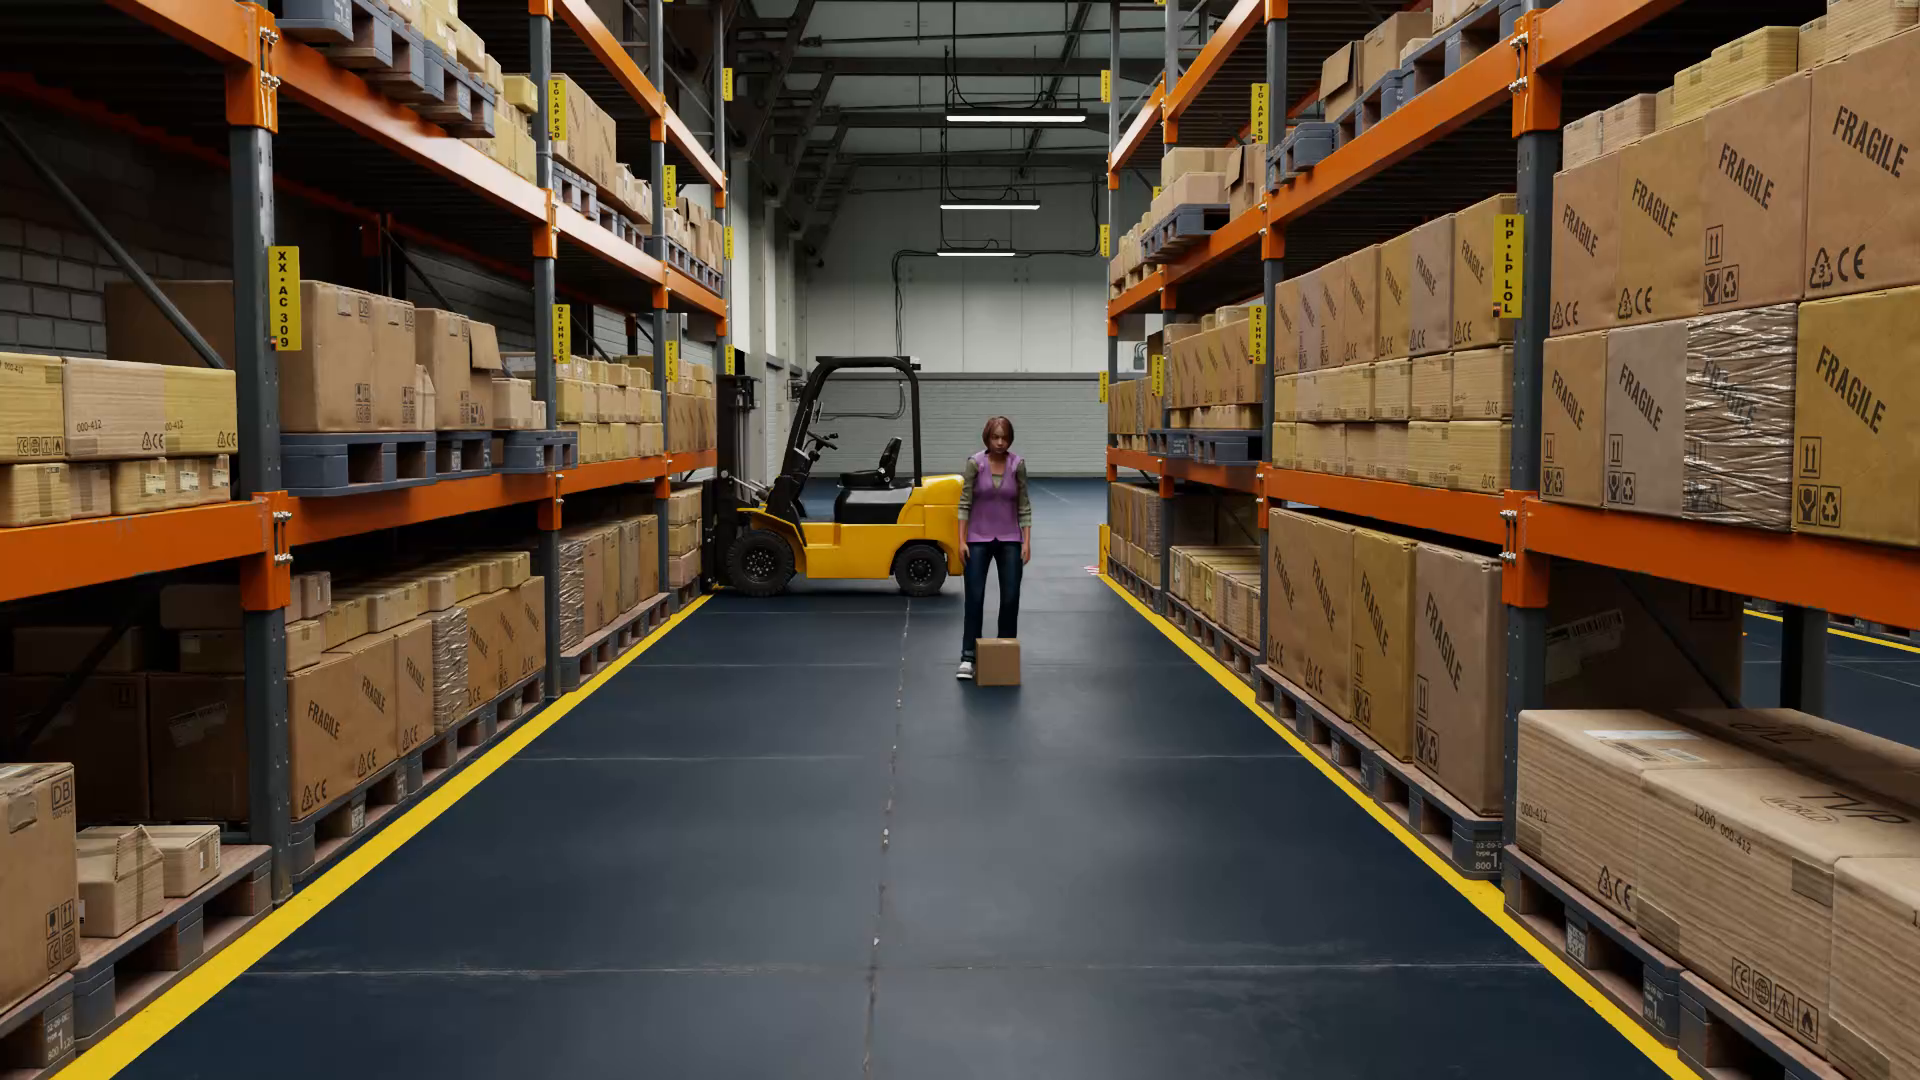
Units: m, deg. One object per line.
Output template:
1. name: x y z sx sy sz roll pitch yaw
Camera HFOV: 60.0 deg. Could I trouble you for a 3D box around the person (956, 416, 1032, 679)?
1. person: 0.209 0.044 10.113 0.472 1.590 0.377 0 4 -4
